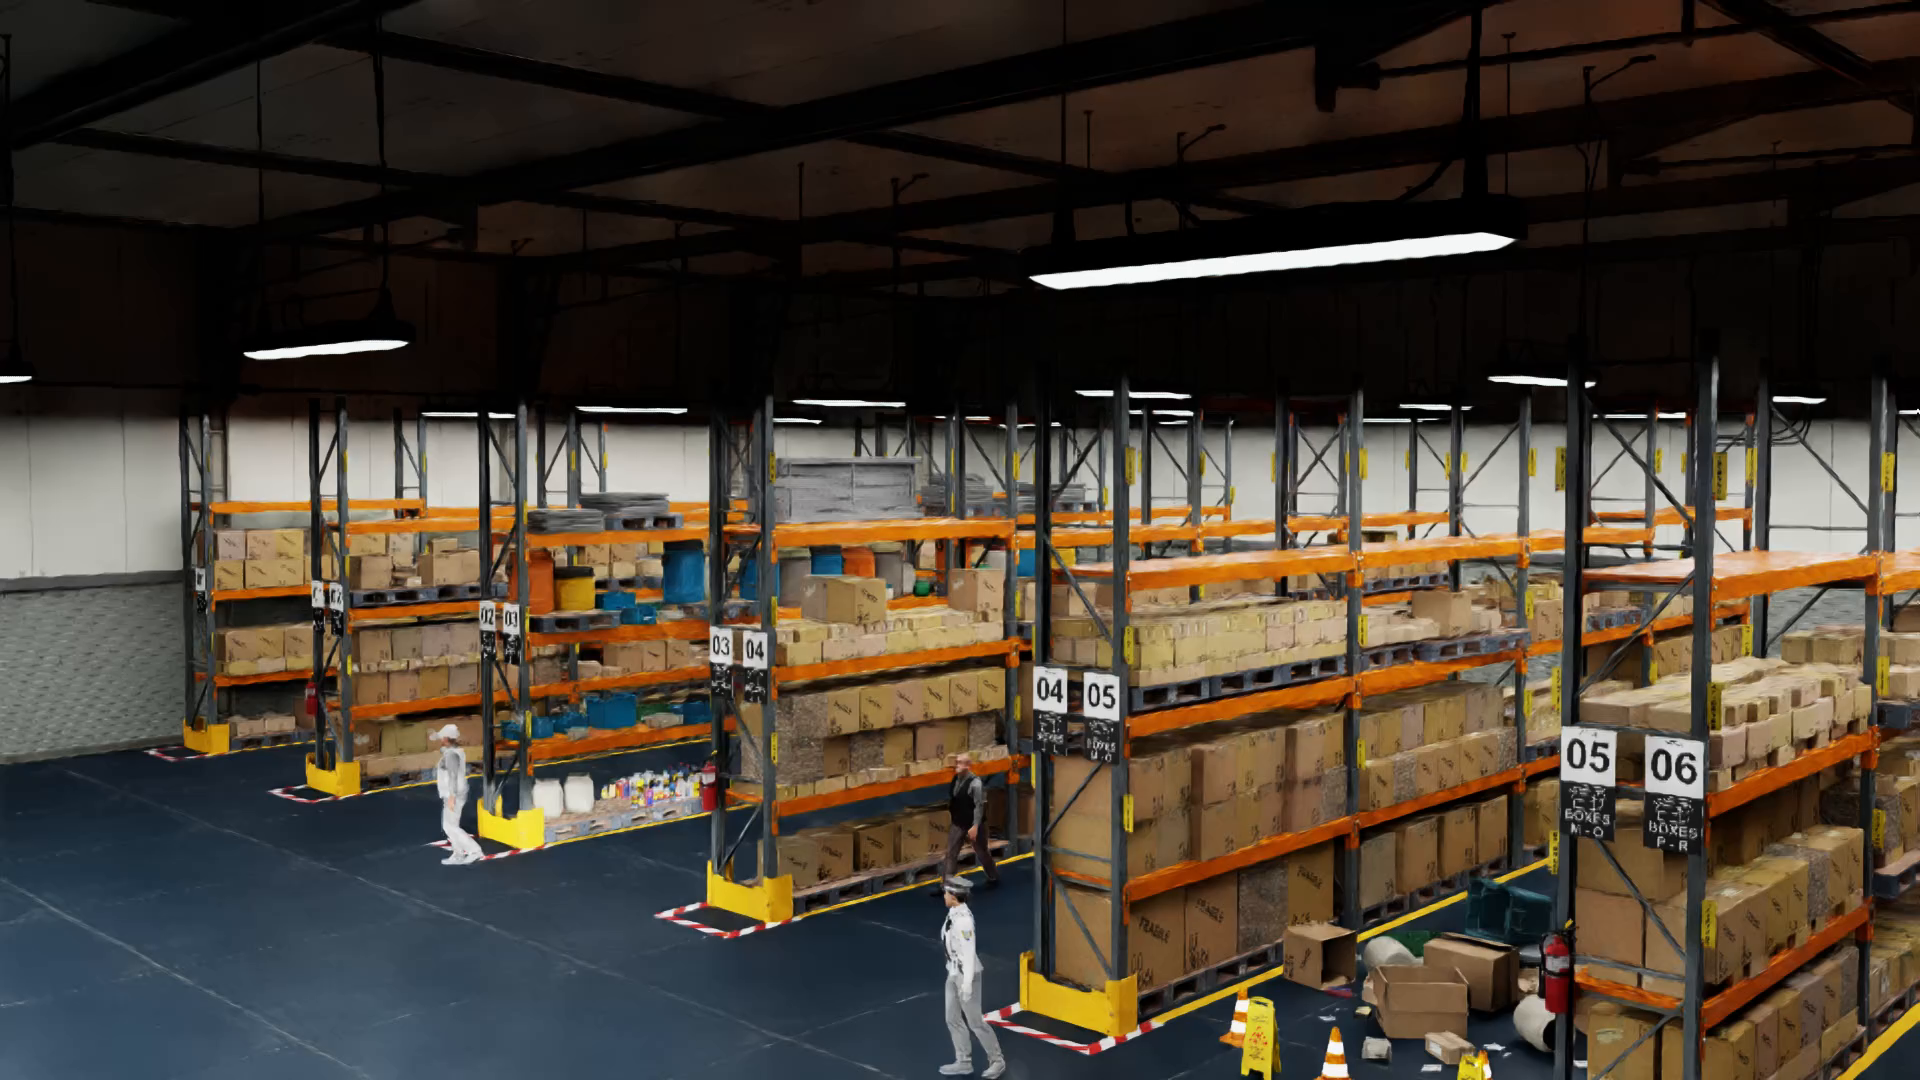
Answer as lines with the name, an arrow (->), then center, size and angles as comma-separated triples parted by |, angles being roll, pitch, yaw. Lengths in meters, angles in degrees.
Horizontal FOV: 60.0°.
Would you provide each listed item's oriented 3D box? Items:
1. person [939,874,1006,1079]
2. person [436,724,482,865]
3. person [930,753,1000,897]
person -> 0.102, 3.610, 13.795 | 0.545, 1.661, 0.515 | -1, 3, -10
person -> -6.274, 3.190, 20.826 | 0.571, 1.765, 0.583 | 0, 3, -7
person -> 0.091, 3.310, 19.369 | 0.555, 1.669, 1.029 | 3, 4, 42
